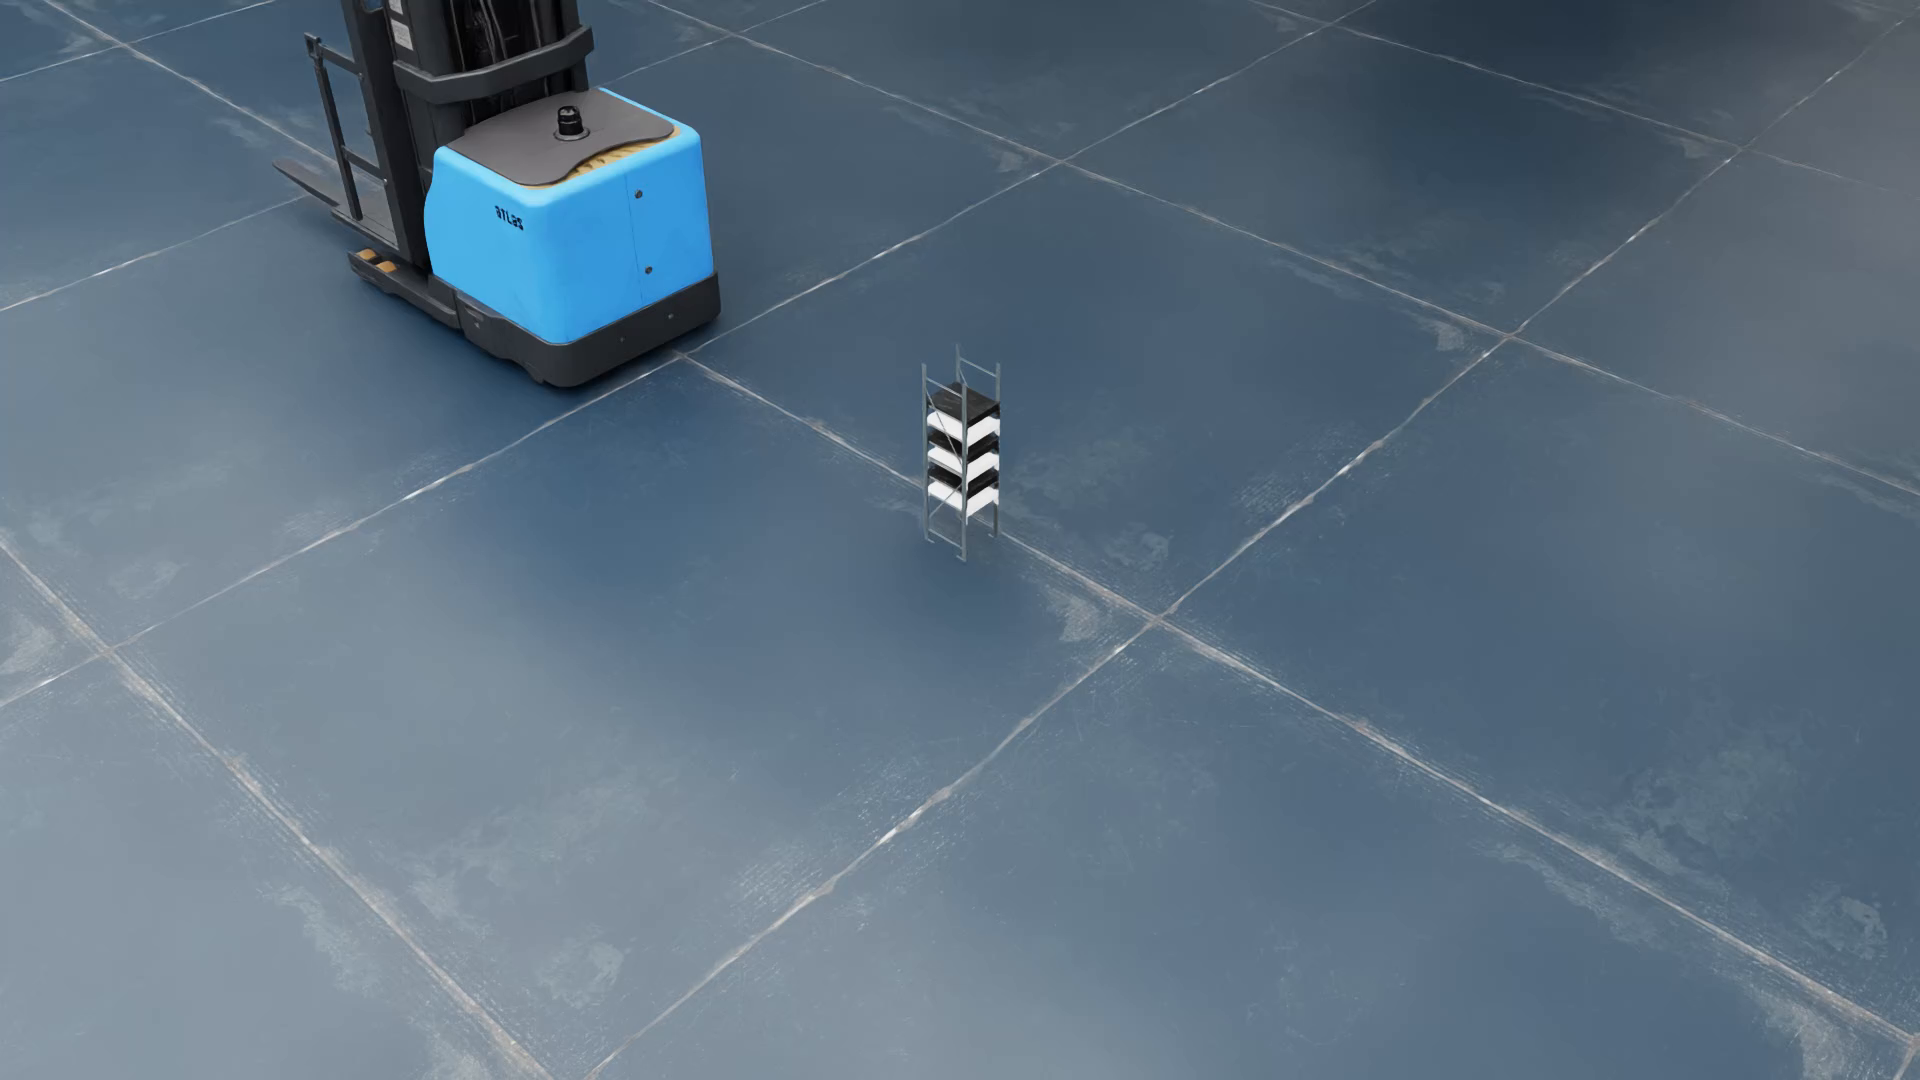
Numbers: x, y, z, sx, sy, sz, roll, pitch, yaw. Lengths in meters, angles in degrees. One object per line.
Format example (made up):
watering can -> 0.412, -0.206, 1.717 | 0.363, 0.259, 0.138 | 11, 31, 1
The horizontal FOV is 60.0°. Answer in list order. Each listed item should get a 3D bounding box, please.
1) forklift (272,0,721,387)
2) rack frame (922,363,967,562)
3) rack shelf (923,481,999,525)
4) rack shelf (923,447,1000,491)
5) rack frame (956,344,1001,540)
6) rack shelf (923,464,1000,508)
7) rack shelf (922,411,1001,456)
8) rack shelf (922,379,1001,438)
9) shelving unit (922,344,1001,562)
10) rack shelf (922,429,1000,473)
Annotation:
forklift -> -2.662, -2.684, 8.270 | 3.031, 2.935, 1.130 | 30, 47, 32
rack frame -> -0.063, -0.309, 6.916 | 0.240, 0.900, 0.006 | 30, 47, 32
rack shelf -> 0.005, -0.189, 7.107 | 0.258, 0.077, 0.200 | 30, 47, 32
rack shelf -> 0.005, -0.330, 6.995 | 0.258, 0.077, 0.200 | 30, 47, 32
rack frame -> 0.074, -0.403, 7.033 | 0.240, 0.900, 0.006 | 30, 47, 32
rack shelf -> 0.005, -0.259, 7.051 | 0.258, 0.077, 0.200 | 30, 47, 32
rack shelf -> 0.005, -0.471, 6.883 | 0.258, 0.077, 0.200 | 30, 47, 32
rack shelf -> 0.005, -0.541, 6.827 | 0.258, 0.077, 0.200 | 30, 47, 32
shelving unit -> 0.005, -0.356, 6.975 | 0.258, 0.900, 0.210 | 30, 47, 32
rack shelf -> 0.005, -0.400, 6.939 | 0.258, 0.077, 0.200 | 30, 47, 32
